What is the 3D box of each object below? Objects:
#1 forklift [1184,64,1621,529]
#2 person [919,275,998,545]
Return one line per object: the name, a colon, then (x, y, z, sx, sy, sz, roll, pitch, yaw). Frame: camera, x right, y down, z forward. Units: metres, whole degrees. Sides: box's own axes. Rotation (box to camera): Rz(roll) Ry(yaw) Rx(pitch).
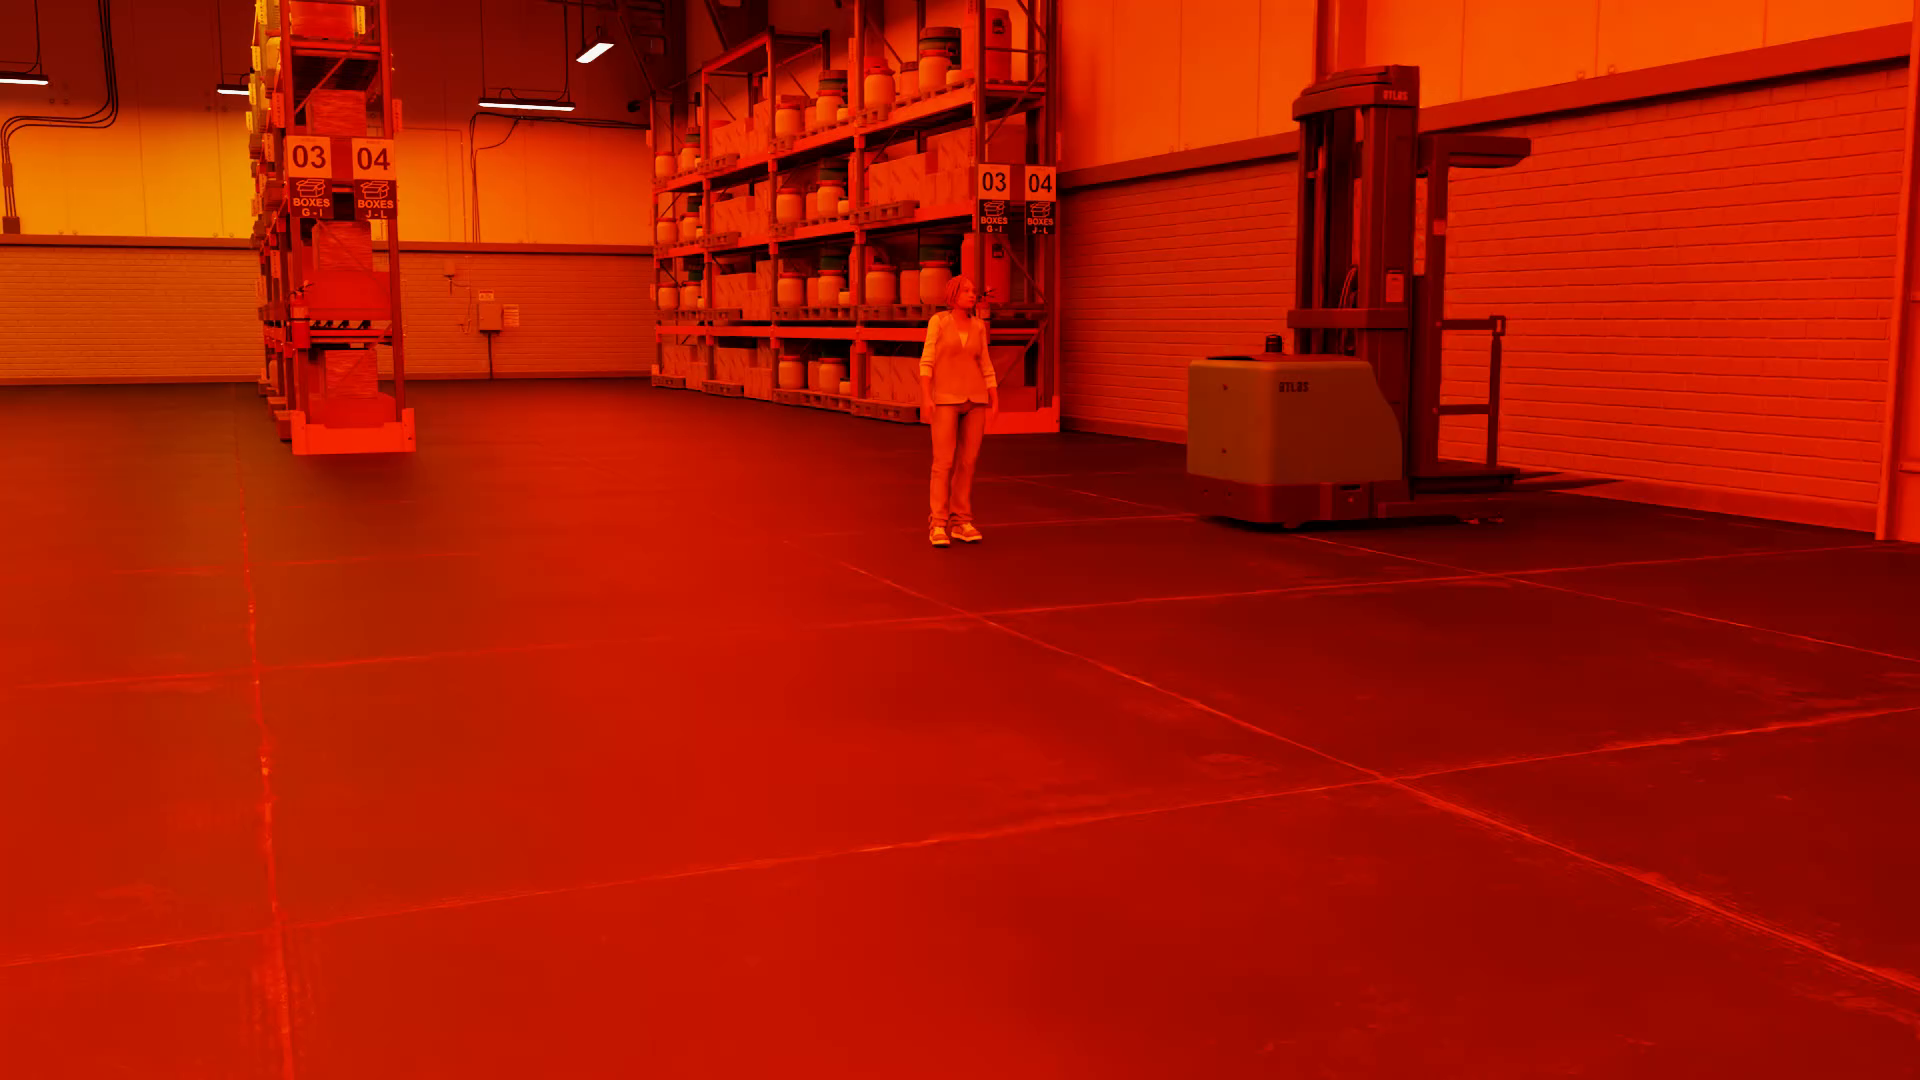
forklift: (3.087, -1.618, 11.211, 3.031, 2.935, 1.130, -3, 8, -21)
person: (0.016, -0.789, 9.976, 0.521, 1.596, 0.475, -3, 8, -23)
